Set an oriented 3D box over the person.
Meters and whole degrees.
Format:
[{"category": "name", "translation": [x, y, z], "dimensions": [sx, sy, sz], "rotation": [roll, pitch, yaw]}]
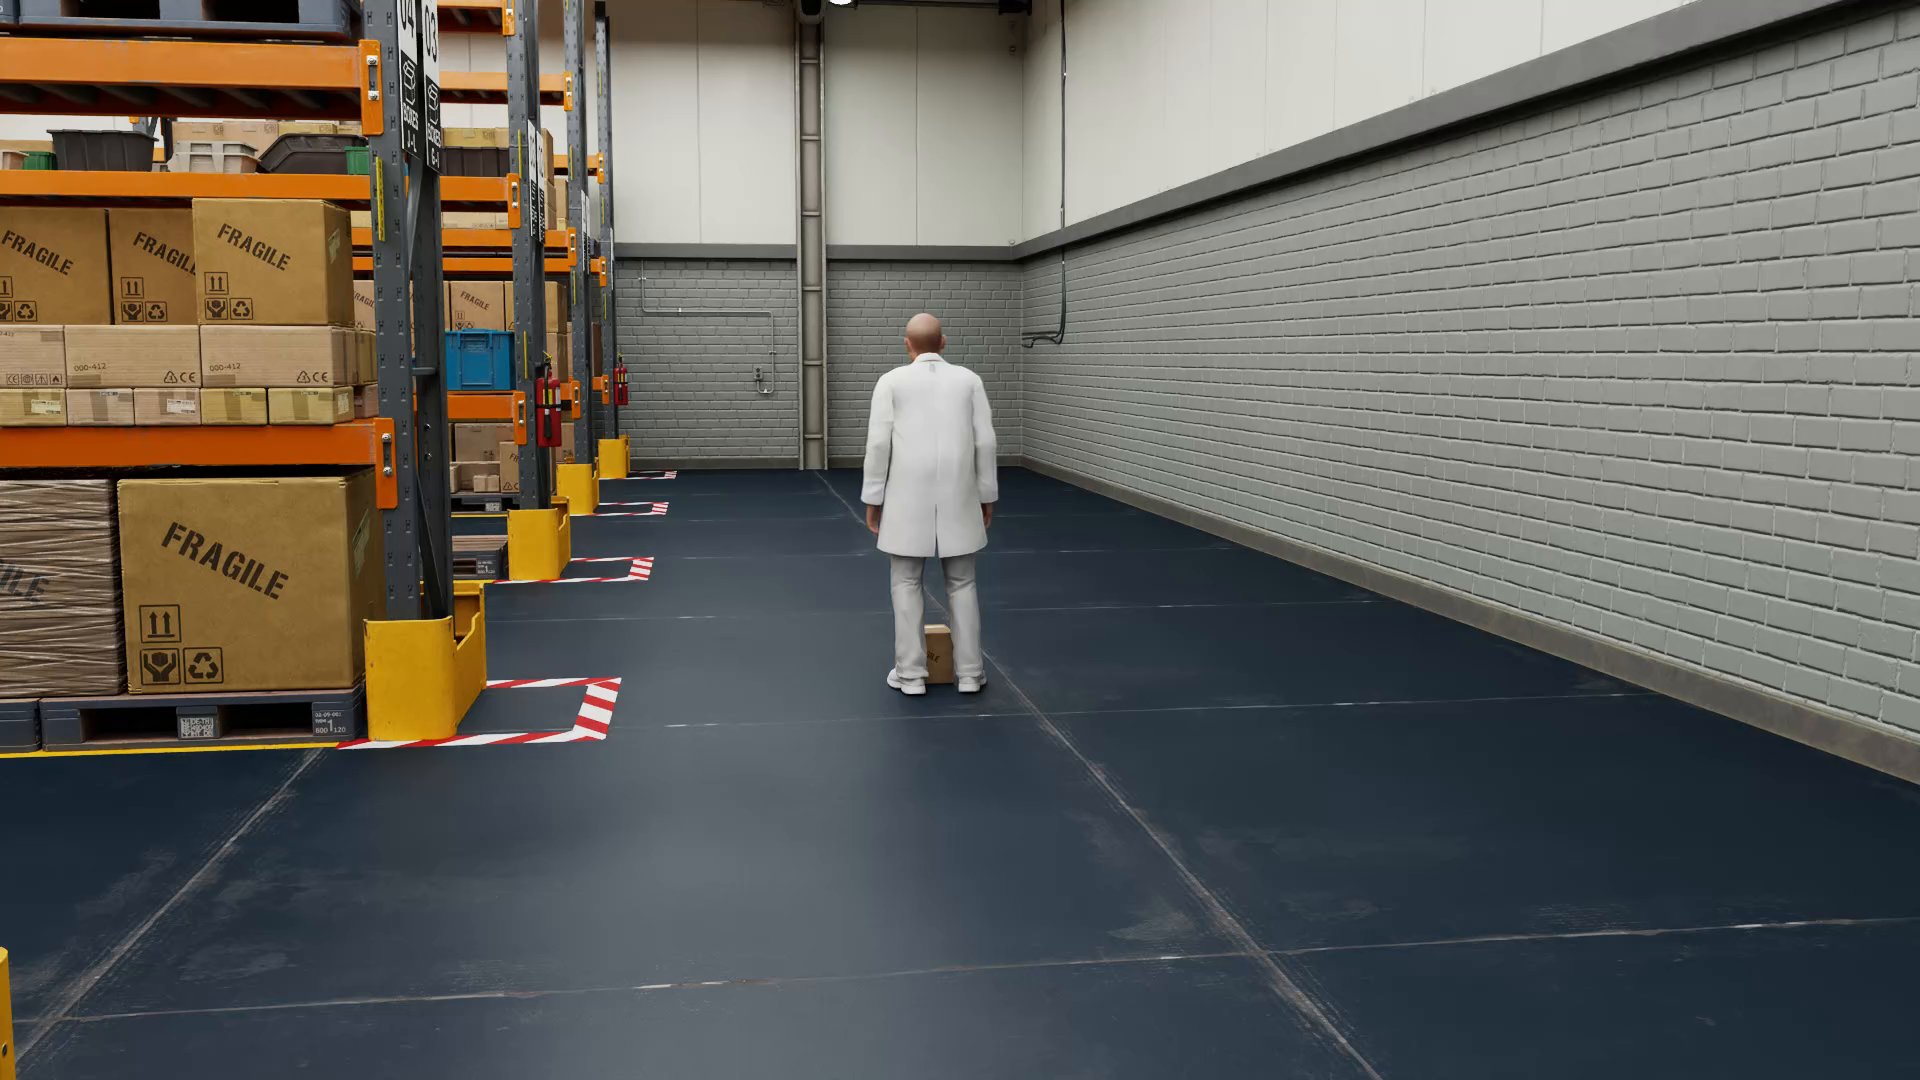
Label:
[{"category": "person", "translation": [-0.138, -0.171, 7.816], "dimensions": [0.652, 1.774, 0.416], "rotation": [-1, 6, -10]}]
